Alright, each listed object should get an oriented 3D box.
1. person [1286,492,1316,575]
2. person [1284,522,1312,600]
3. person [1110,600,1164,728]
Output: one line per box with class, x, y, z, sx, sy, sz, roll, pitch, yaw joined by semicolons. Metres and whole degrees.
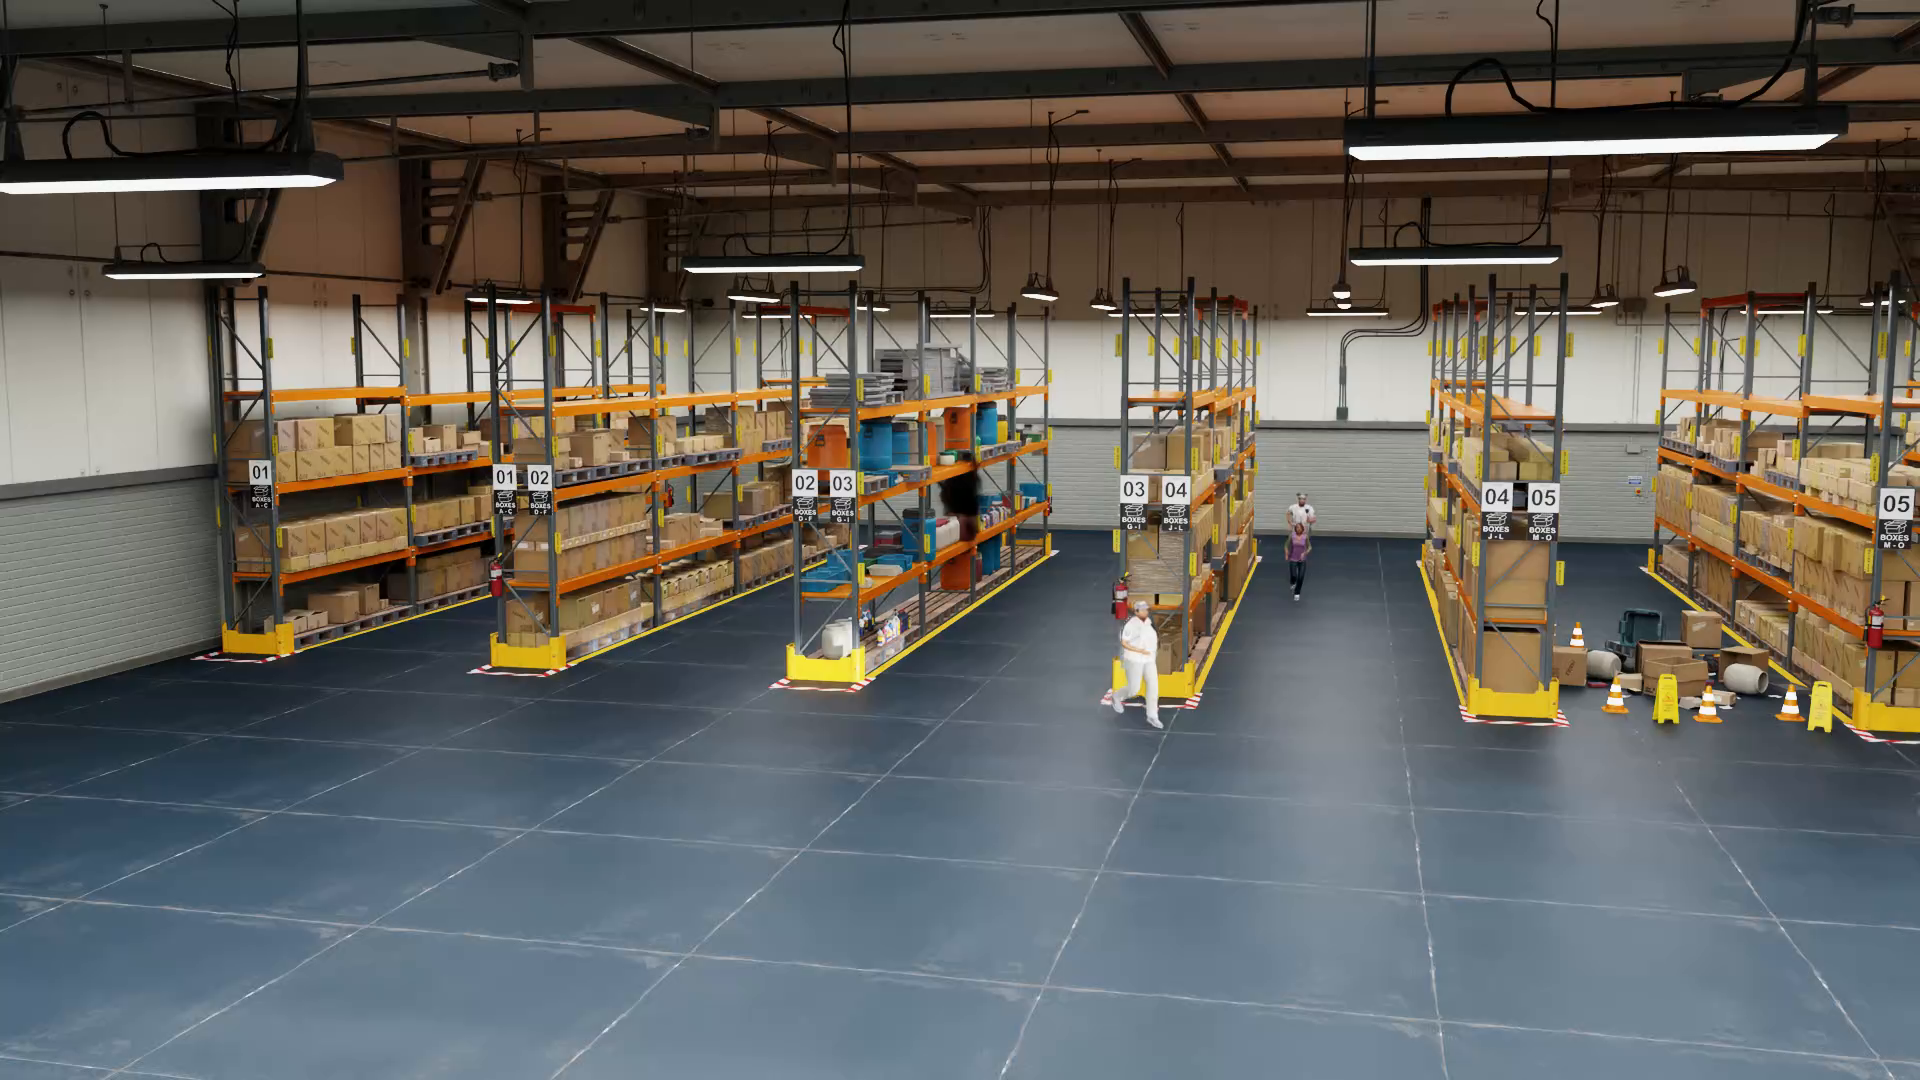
person;7.655;-0.167;37.331;0.654;1.826;0.917;1;7;6
person;6.744;0.430;33.222;0.539;1.569;0.538;1;7;10
person;2.391;1.639;22.282;0.625;1.687;0.888;-5;8;-38
